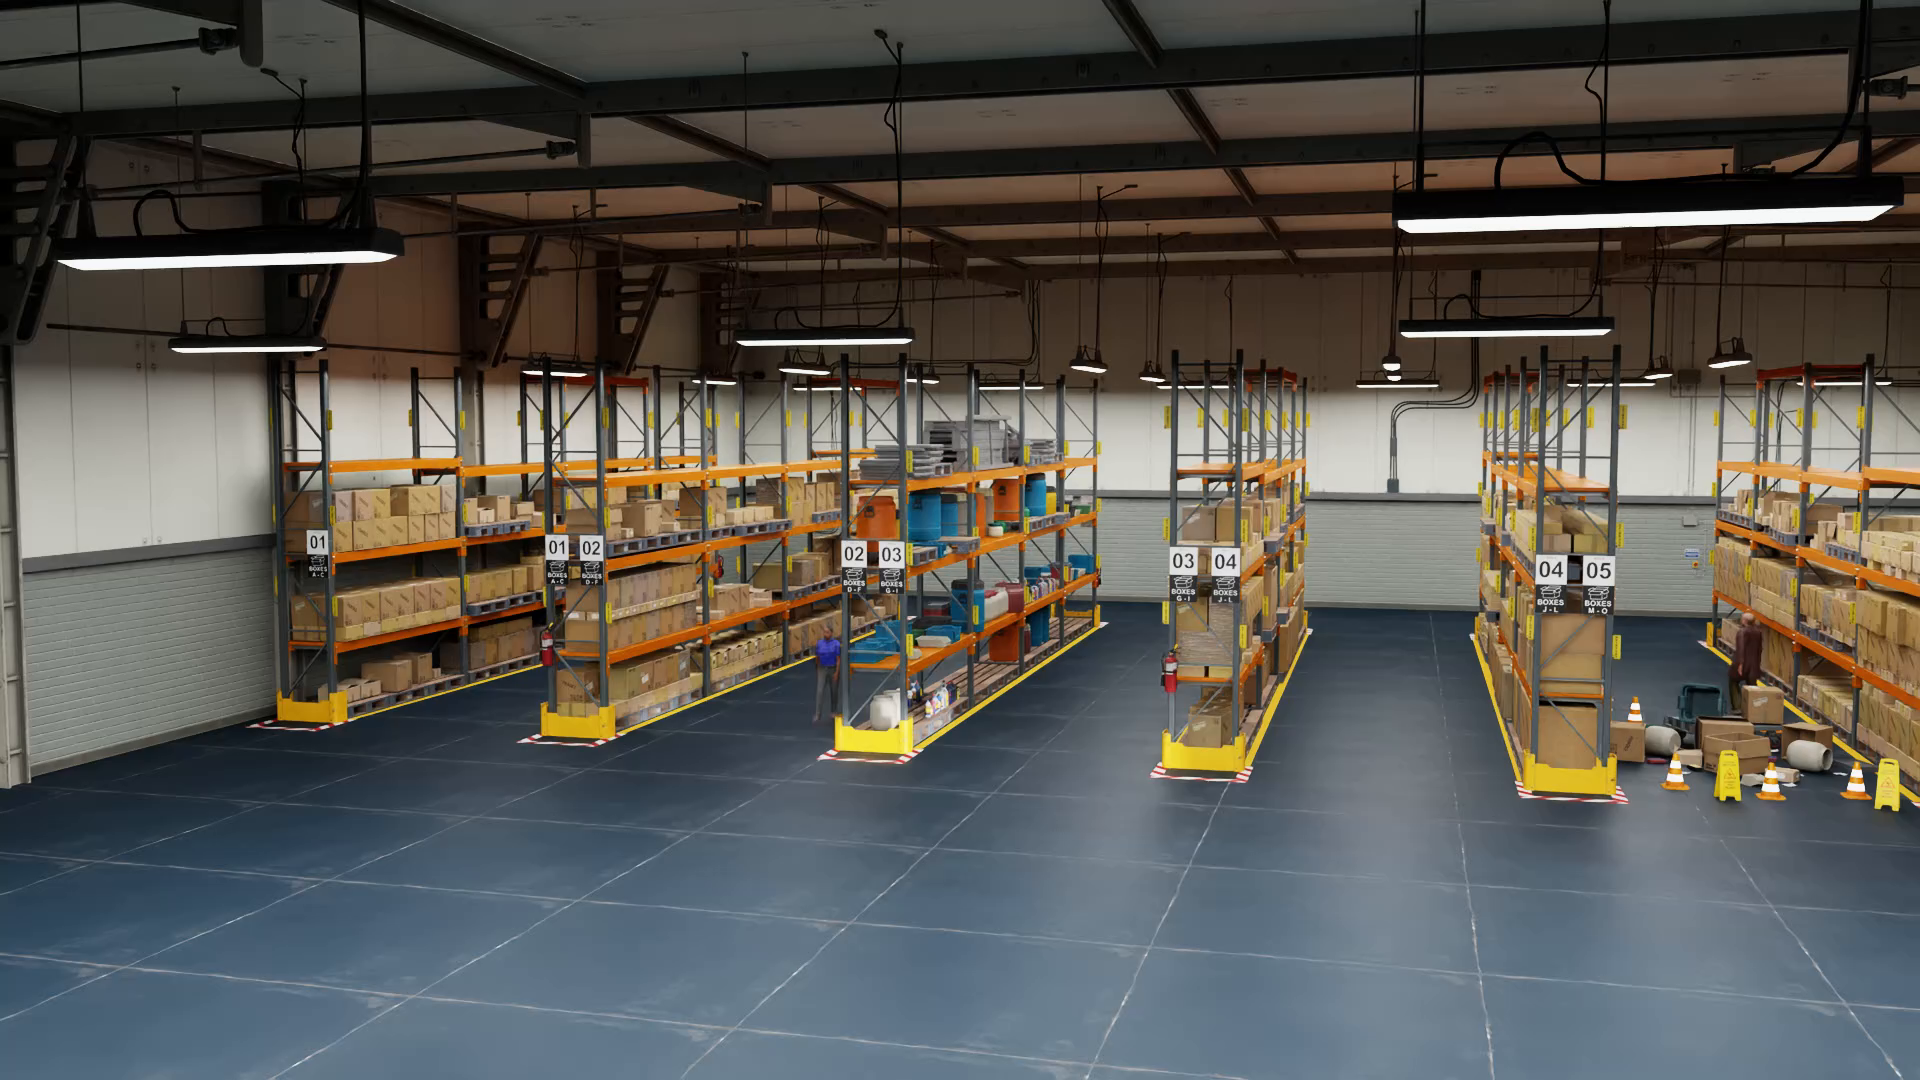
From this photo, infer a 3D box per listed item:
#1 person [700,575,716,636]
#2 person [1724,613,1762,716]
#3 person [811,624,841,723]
[{"bbox_3d":[-5.364,1.579,35.361,0.526,1.702,1.077,1,4,18],"label":"person"},{"bbox_3d":[13.198,2.131,27.821,0.570,1.814,0.594,0,4,2],"label":"person"},{"bbox_3d":[-2.200,2.198,27.518,0.473,1.605,0.977,0,4,0],"label":"person"}]
